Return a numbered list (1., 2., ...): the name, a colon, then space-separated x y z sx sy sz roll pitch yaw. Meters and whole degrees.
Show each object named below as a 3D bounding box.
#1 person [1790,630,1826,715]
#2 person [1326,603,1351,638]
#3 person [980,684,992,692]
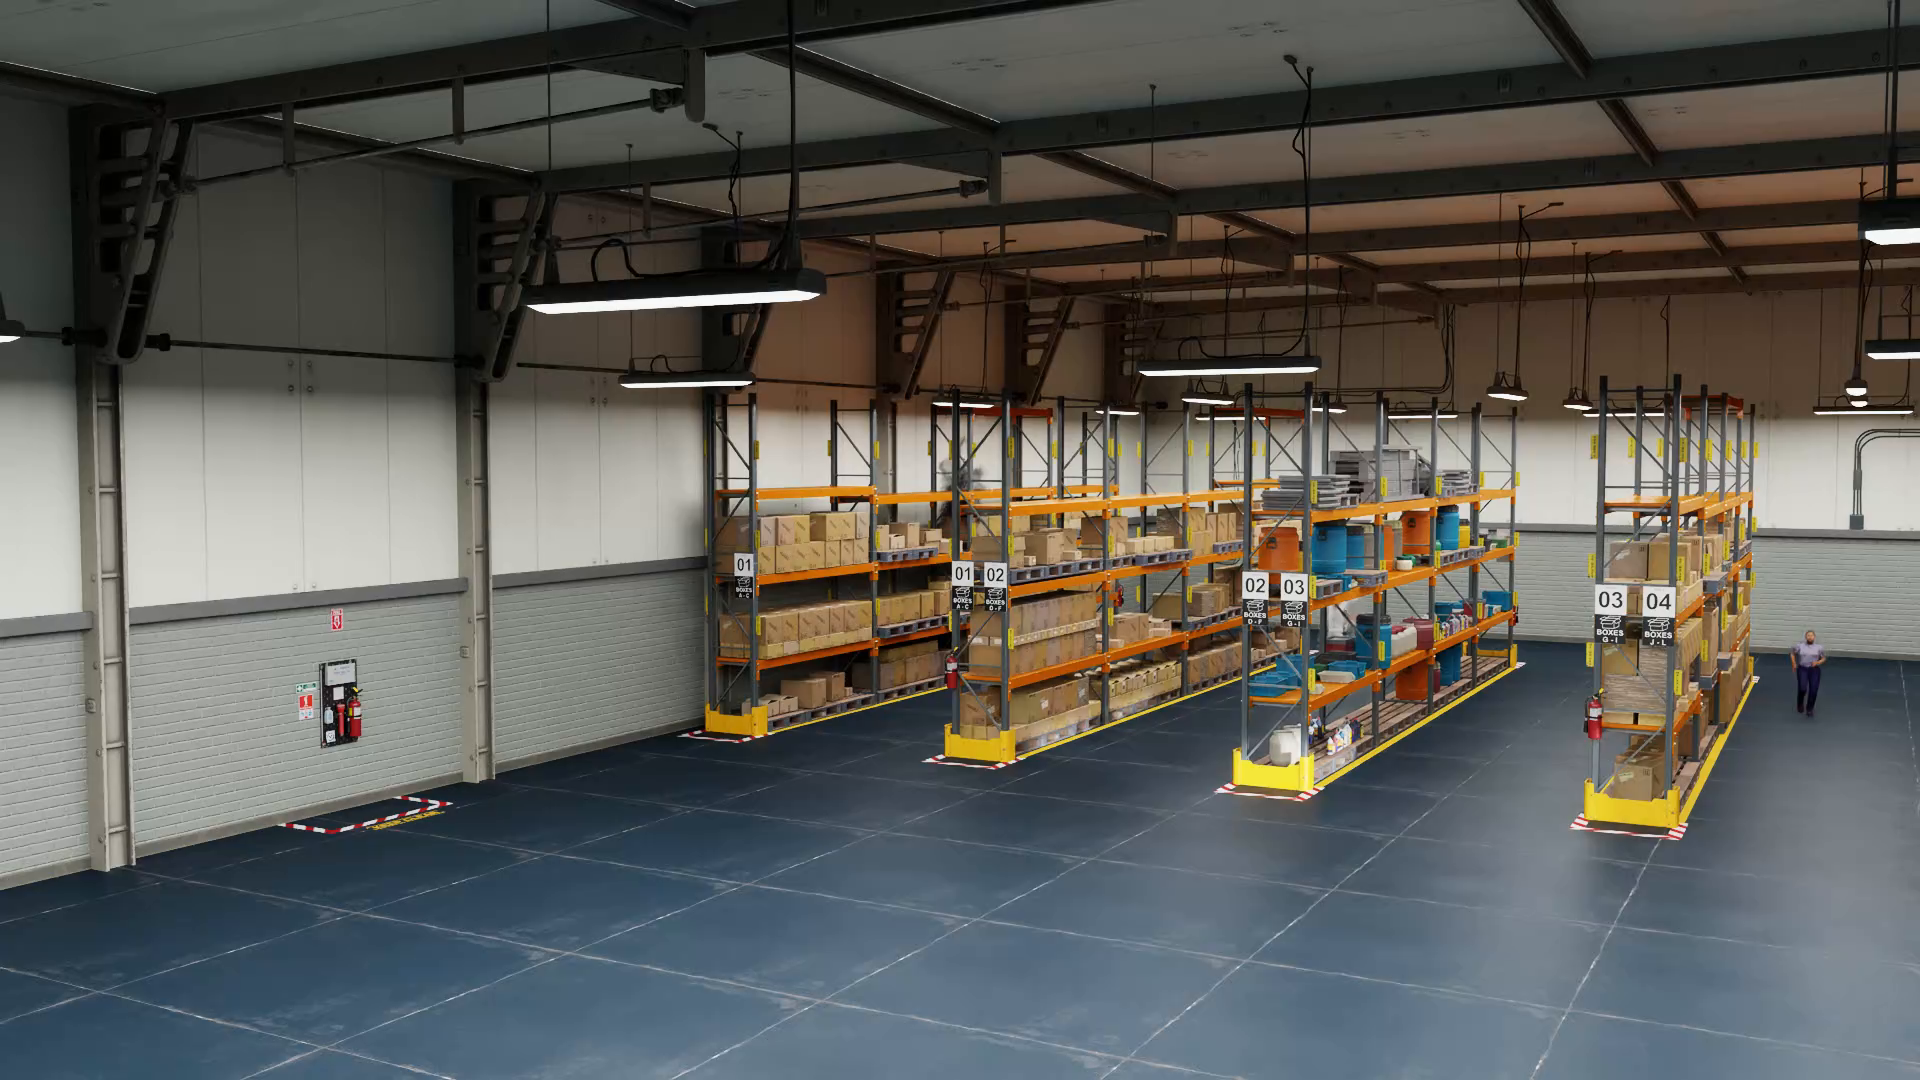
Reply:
1. person: 15.950 2.504 31.263 0.592 1.609 0.583 1 3 23
2. person: 8.506 2.094 37.705 0.663 1.746 0.771 1 3 21
3. person: 0.601 2.452 30.792 0.672 1.771 0.796 2 4 31
